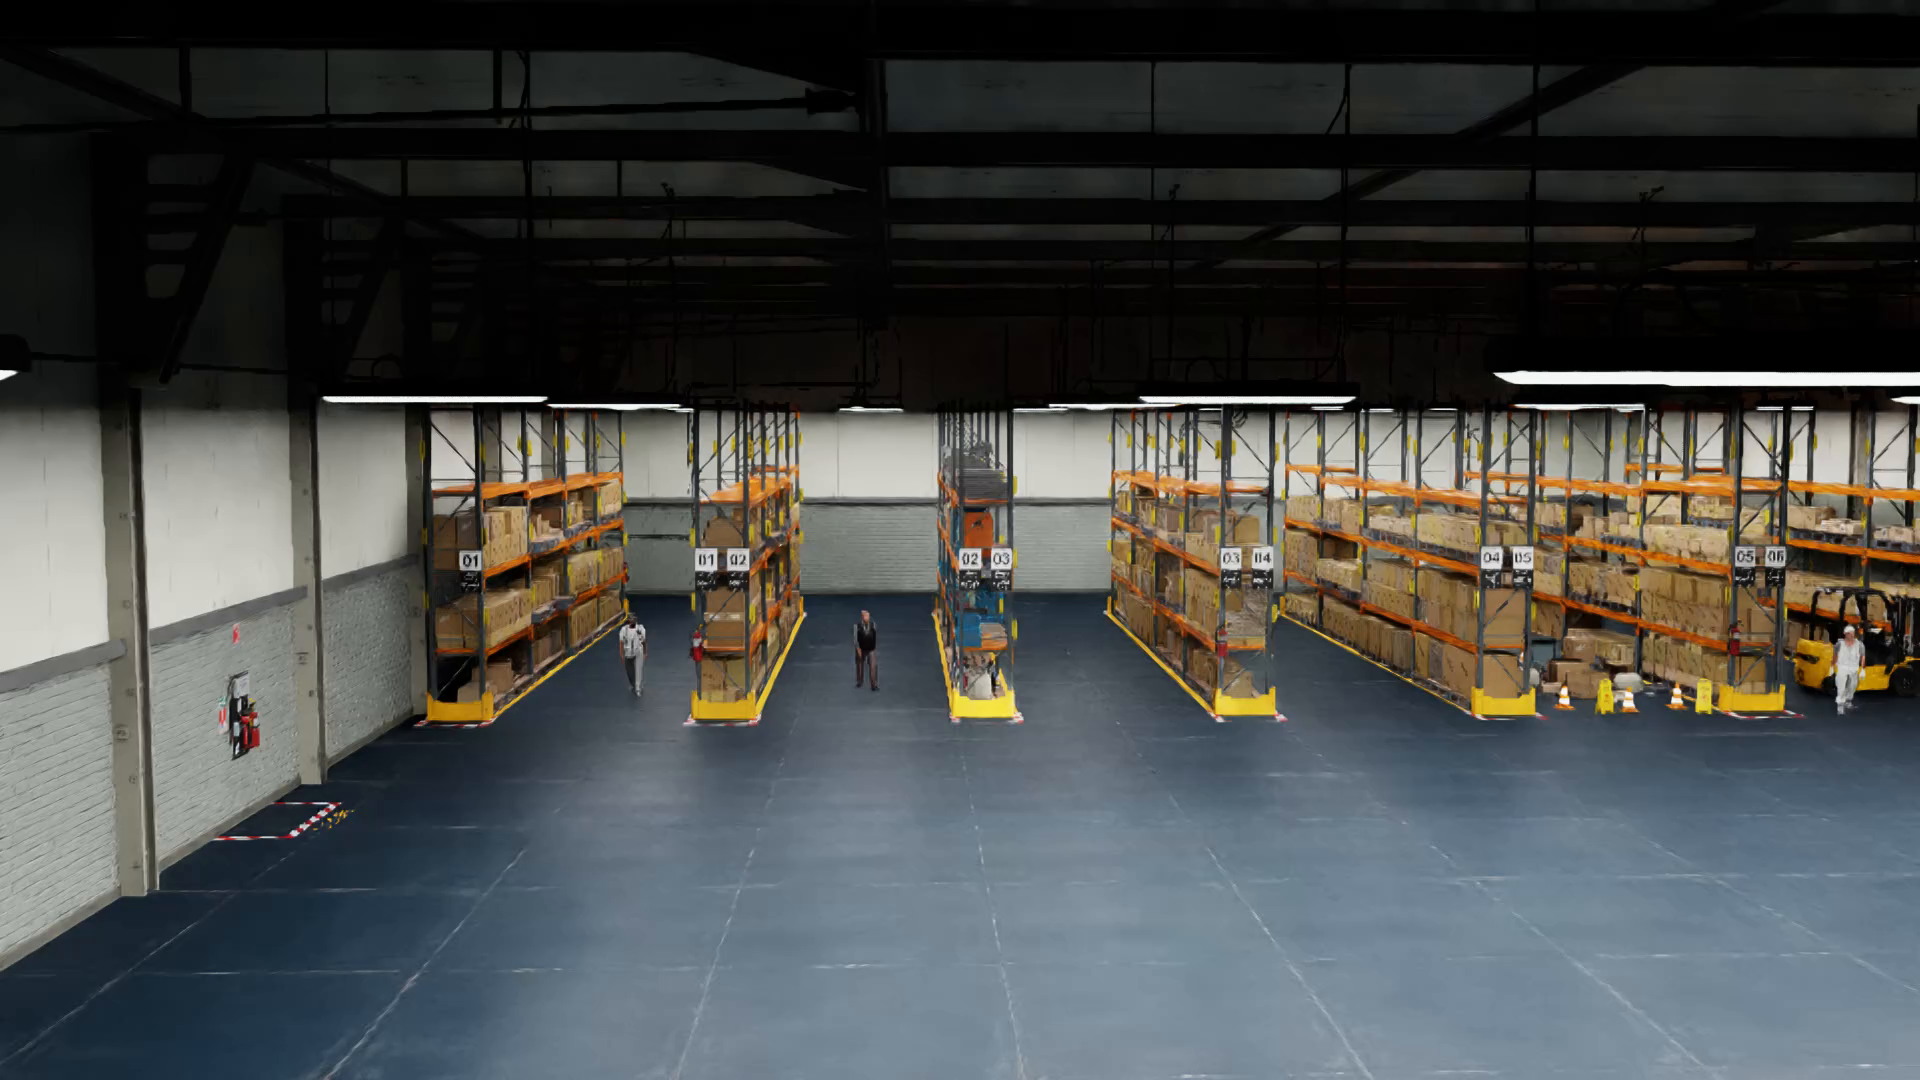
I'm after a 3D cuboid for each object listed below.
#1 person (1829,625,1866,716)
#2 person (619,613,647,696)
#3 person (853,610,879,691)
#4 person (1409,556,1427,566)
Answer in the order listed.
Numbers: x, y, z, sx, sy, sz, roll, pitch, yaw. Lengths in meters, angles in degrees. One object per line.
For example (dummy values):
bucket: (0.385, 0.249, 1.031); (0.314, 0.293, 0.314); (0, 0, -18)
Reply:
person: (16.901, 2.461, 31.660); (0.598, 1.734, 0.988); (1, 5, 18)
person: (-6.657, 2.295, 33.809); (0.545, 1.671, 1.116); (0, 4, -5)
person: (-1.962, 2.271, 34.403); (0.538, 1.664, 1.026); (-1, 4, -10)
person: (14.357, 0.888, 52.191); (0.540, 1.702, 0.895); (1, 4, 7)
